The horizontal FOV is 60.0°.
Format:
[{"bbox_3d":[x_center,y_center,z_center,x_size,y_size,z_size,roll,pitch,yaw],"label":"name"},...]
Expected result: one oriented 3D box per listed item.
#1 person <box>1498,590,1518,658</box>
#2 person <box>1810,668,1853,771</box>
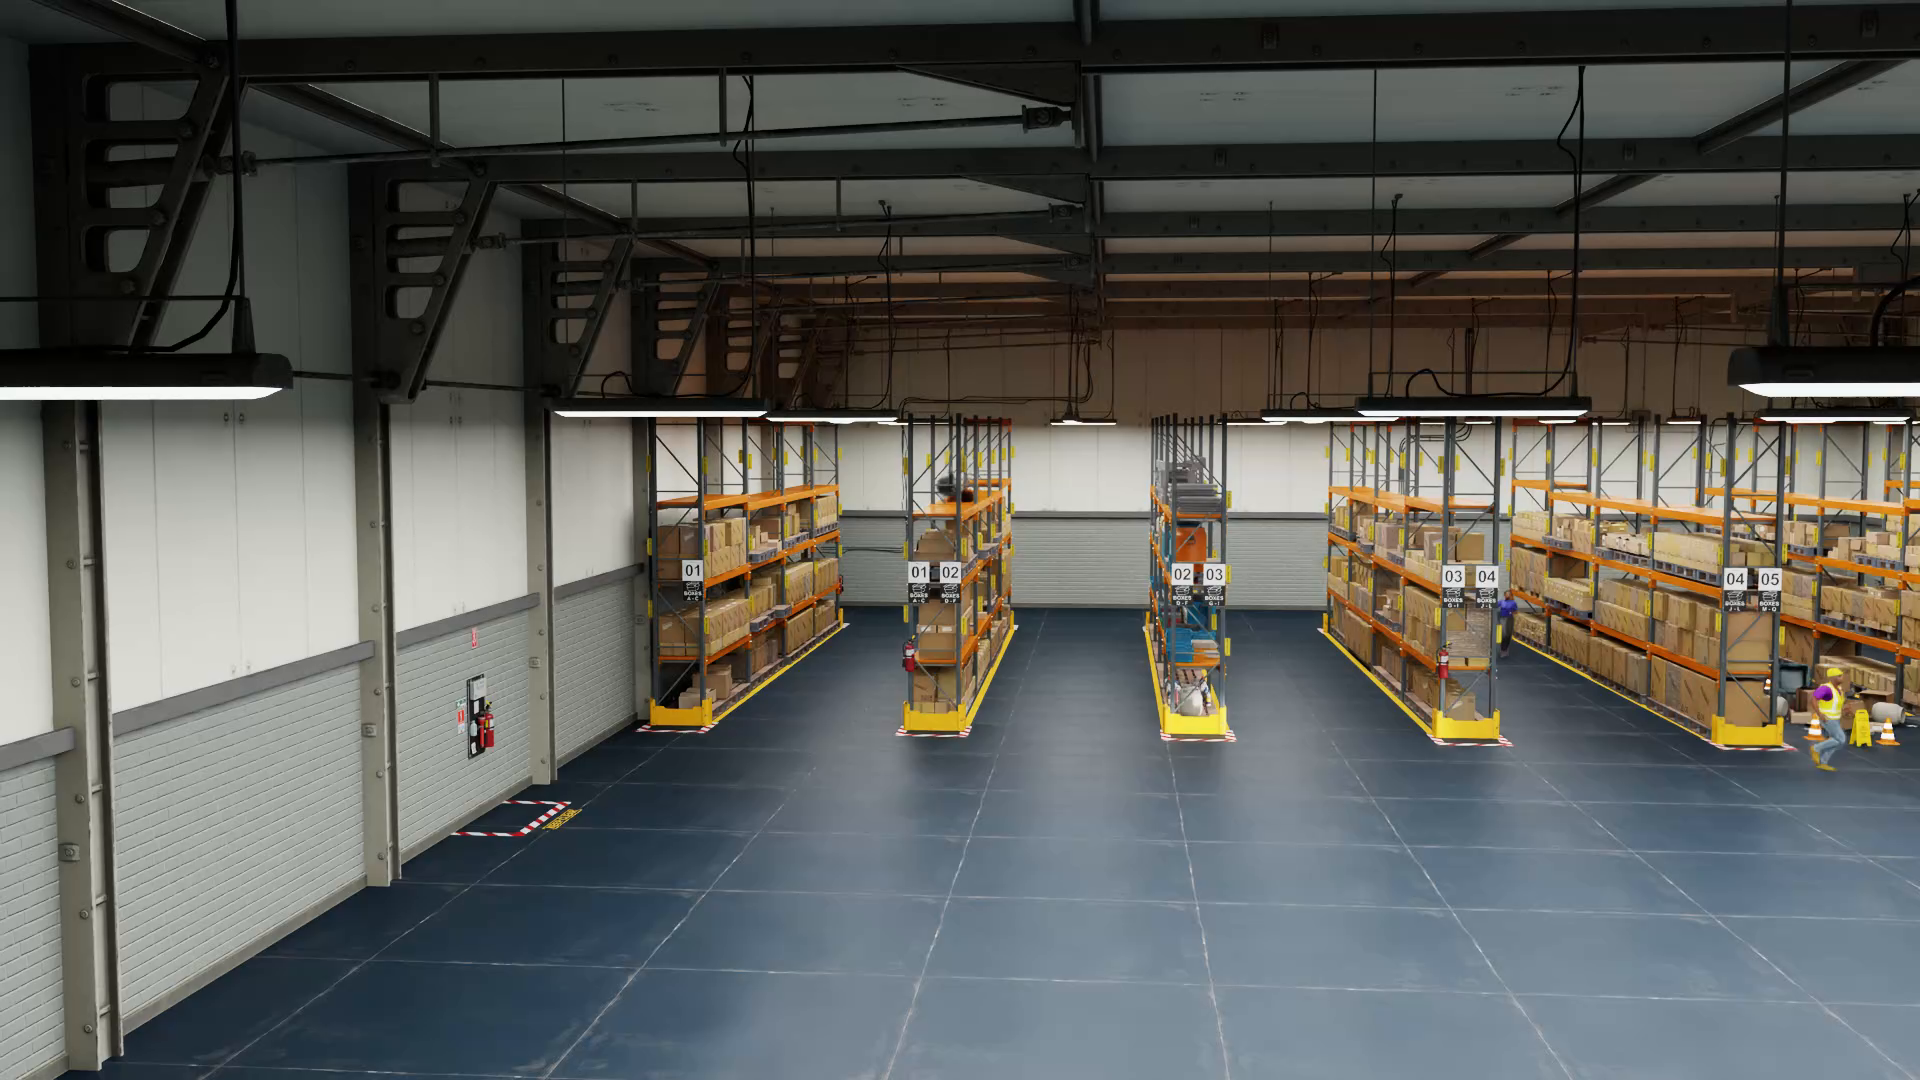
[{"bbox_3d":[13.667,2.107,41.594,0.544,1.708,0.731,0,4,3],"label":"person"},{"bbox_3d":[14.575,2.993,27.803,0.710,1.719,0.566,-4,5,-45],"label":"person"}]
